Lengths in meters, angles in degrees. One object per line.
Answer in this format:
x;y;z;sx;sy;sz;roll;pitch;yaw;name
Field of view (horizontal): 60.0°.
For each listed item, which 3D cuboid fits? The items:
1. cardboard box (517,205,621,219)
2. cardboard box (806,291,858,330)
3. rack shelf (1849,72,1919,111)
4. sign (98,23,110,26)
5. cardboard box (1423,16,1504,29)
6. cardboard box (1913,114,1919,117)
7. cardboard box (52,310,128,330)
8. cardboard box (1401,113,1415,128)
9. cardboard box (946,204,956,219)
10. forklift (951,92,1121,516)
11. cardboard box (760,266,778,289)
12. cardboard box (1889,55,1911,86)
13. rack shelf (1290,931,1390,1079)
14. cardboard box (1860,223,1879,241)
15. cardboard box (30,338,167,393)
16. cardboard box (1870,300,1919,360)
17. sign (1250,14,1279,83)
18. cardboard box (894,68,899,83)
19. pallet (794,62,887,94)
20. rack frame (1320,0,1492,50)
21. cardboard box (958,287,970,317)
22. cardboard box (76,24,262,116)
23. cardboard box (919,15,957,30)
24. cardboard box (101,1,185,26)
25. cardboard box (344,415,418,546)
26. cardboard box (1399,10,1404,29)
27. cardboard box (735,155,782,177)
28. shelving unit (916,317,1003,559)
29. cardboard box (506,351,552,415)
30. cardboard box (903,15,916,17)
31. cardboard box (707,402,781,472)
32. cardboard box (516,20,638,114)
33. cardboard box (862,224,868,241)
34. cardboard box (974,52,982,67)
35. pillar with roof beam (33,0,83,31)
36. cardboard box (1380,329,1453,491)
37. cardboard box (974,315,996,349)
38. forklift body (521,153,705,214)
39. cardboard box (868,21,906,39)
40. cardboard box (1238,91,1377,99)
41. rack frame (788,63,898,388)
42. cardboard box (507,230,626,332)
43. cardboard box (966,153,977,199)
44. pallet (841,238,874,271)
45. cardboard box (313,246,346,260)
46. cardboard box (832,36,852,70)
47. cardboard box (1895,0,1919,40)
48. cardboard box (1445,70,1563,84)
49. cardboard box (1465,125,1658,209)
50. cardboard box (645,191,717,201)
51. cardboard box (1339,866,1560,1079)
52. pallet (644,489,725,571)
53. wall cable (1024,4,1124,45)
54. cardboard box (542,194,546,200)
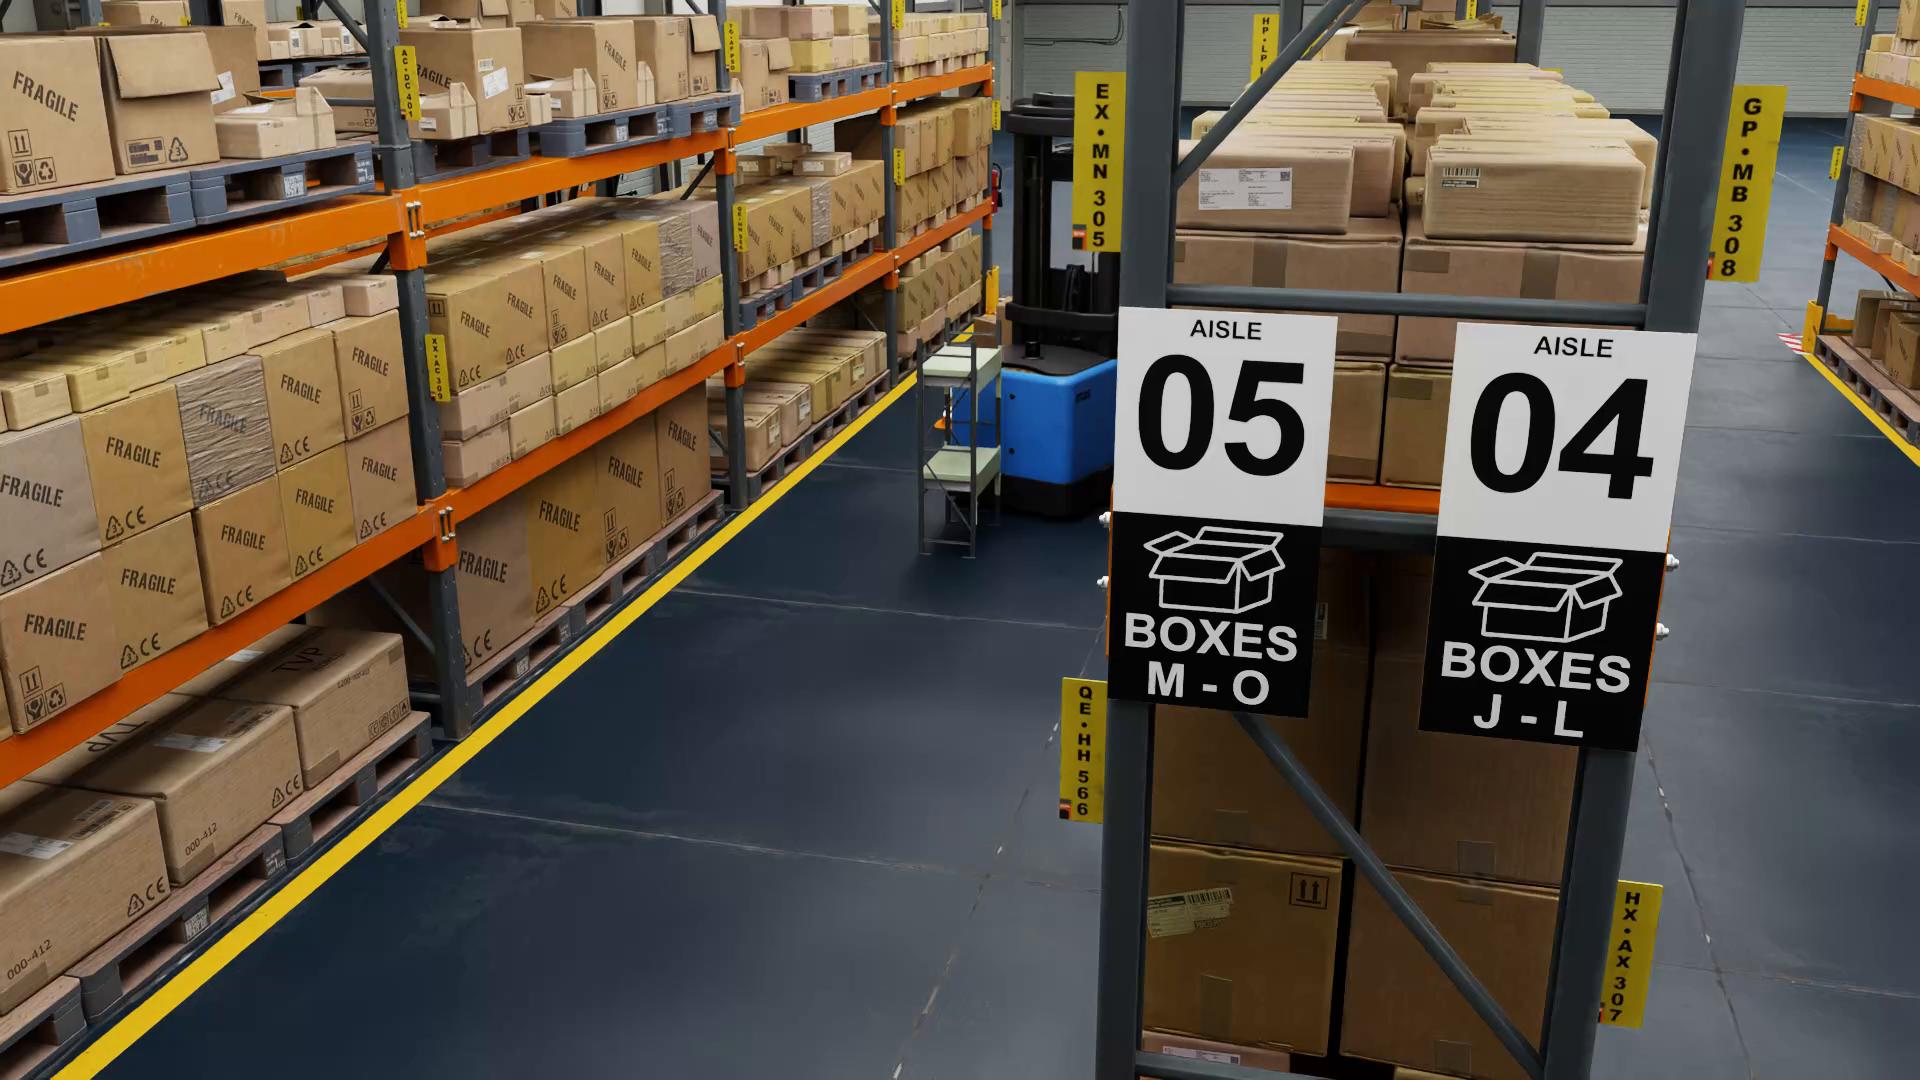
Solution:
-2.546;-1.906;10.925;0.500;0.500;0.500;5;19;14;cardboard box
-1.215;-2.390;16.488;0.500;0.500;0.500;4;19;13;cardboard box
8.999;-3.854;14.803;1.077;0.370;4.000;5;19;13;rack shelf
-6.365;-3.688;12.405;0.100;0.325;0.005;5;19;13;sign
2.607;-2.595;8.664;0.396;0.266;0.258;5;19;13;cardboard box
9.593;-3.871;16.219;0.500;0.500;0.500;5;19;13;cardboard box
-3.665;-0.853;6.840;0.380;0.149;0.250;4;19;12;cardboard box
1.766;-1.322;5.736;0.500;0.250;0.500;4;19;11;cardboard box
-0.251;-3.525;17.756;0.380;0.149;0.250;4;19;13;cardboard box
1.120;-1.982;12.957;1.130;2.935;3.031;11;22;30;forklift
-1.604;-2.012;12.677;0.380;0.149;0.250;3;19;10;cardboard box
8.874;-4.303;15.235;0.500;0.250;0.500;5;19;13;cardboard box
1.282;0.903;5.515;1.077;0.370;4.000;5;19;13;rack shelf
8.990;-2.978;16.156;0.380;0.149;0.250;5;19;13;cardboard box
-3.240;-0.655;6.260;0.380;0.149;0.250;5;19;13;cardboard box
9.206;-2.033;16.217;0.500;0.500;0.500;10;21;28;cardboard box
1.232;-1.957;6.727;0.100;0.325;0.005;5;19;13;sign
-0.782;-4.311;15.415;0.380;0.149;0.250;4;19;13;cardboard box
-1.354;-4.076;14.631;1.213;0.211;1.003;5;19;13;pallet
2.748;-4.157;9.935;1.000;3.000;0.127;5;19;13;rack frame
-0.193;-2.646;18.397;0.500;0.250;0.500;5;19;14;cardboard box
-3.401;-1.968;7.210;0.500;0.500;0.500;5;19;14;cardboard box
-0.242;-5.422;17.436;0.380;0.149;0.250;5;19;13;cardboard box
-6.478;-3.988;13.124;0.500;0.500;0.500;5;19;14;cardboard box
-2.920;-0.305;7.785;0.500;0.500;0.500;5;19;14;cardboard box
3.596;-4.481;14.494;0.500;0.250;0.500;4;19;13;cardboard box
-1.723;-3.156;14.020;0.380;0.149;0.250;6;20;16;cardboard box
0.002;-0.712;11.451;0.431;1.500;0.755;5;19;13;shelving unit
-2.573;-0.870;9.053;0.500;0.250;0.500;5;19;14;cardboard box
-0.675;-5.455;17.533;0.380;0.149;0.250;5;19;13;cardboard box
-1.929;-0.809;12.830;0.950;0.372;0.625;3;19;10;cardboard box
-2.226;-2.767;9.703;0.500;0.500;0.500;5;19;14;cardboard box
-1.039;-2.746;14.826;0.380;0.149;0.250;4;19;12;cardboard box
0.033;-5.271;18.226;0.380;0.149;0.250;5;19;14;cardboard box
-3.272;-5.047;12.541;9.100;9.000;0.400;5;19;13;pillar with roof beam
1.151;-0.279;3.456;0.500;0.250;0.500;5;20;15;cardboard box
0.482;-1.977;16.700;0.500;0.500;0.500;-13;23;-34;cardboard box
-3.631;-3.435;18.417;2.313;2.155;1.214;5;19;13;forklift body
-0.706;-4.682;15.268;0.380;0.149;0.250;4;19;12;cardboard box
0.987;-1.192;4.738;0.380;0.149;0.250;4;19;12;cardboard box
-1.100;-2.931;15.627;1.000;3.000;0.127;5;19;13;rack frame
-2.325;-1.540;9.854;0.500;0.500;0.500;4;19;12;cardboard box
-0.114;-4.024;18.213;0.500;0.500;0.500;5;19;14;cardboard box
-1.427;-2.612;14.991;1.003;0.211;1.213;5;19;13;pallet
-6.052;-2.761;15.362;0.500;0.250;0.500;5;19;14;cardboard box
-1.230;-4.125;14.066;0.500;0.250;0.500;5;19;14;cardboard box
8.863;-4.802;15.077;0.500;0.500;0.500;5;19;13;cardboard box
1.886;-1.555;5.799;0.380;0.149;0.250;5;19;13;cardboard box
1.310;-0.825;3.664;0.380;0.149;0.250;5;19;13;cardboard box
-2.120;-2.391;12.783;0.500;0.500;0.500;4;19;13;cardboard box
1.171;0.883;3.848;0.500;0.500;0.500;6;20;16;cardboard box
-2.343;-0.116;11.701;1.003;0.211;1.213;5;19;13;pallet
3.351;-16.020;49.471;3.097;2.526;0.112;5;19;13;wall cable
-5.063;-4.125;18.969;0.500;0.500;0.500;4;19;12;cardboard box
